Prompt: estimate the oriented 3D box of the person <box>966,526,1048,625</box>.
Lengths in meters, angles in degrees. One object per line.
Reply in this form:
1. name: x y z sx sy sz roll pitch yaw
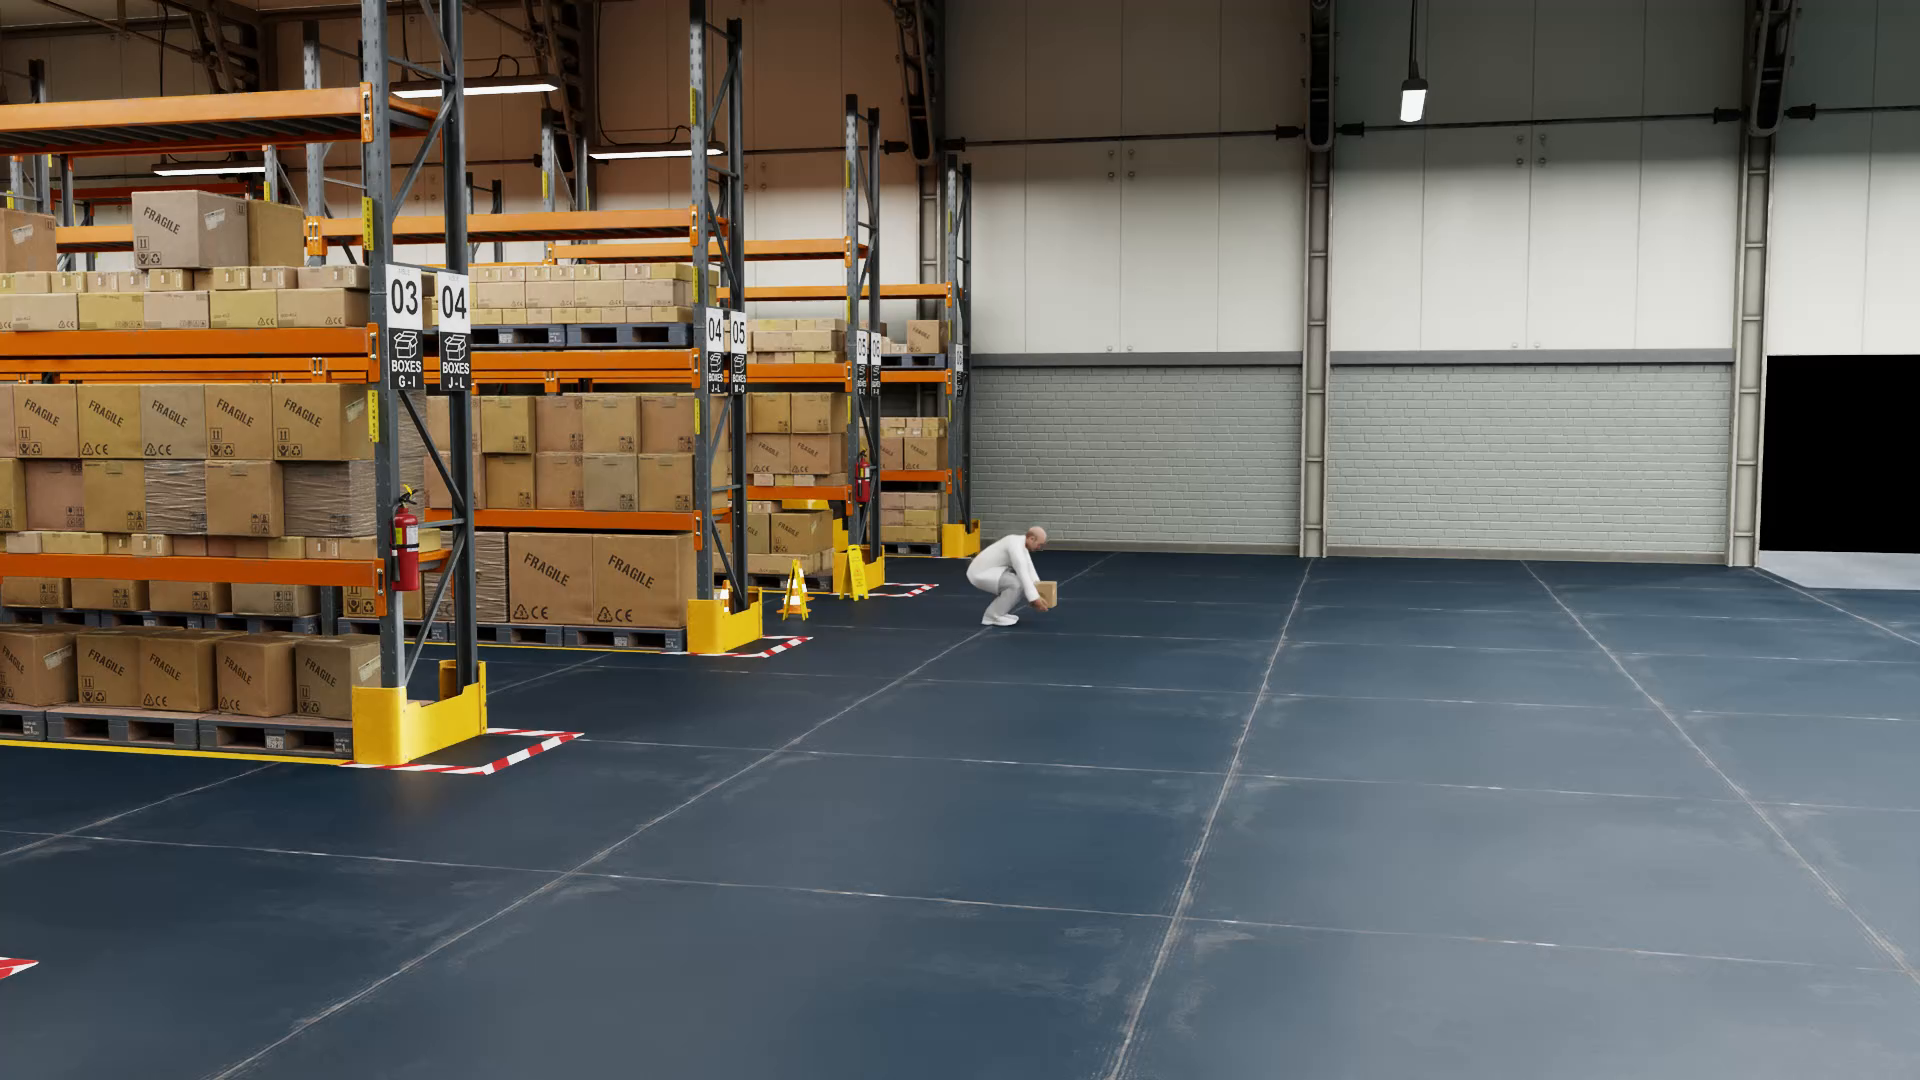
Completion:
1. person: 0.518 0.370 17.515 0.896 1.033 0.607 1 5 13
